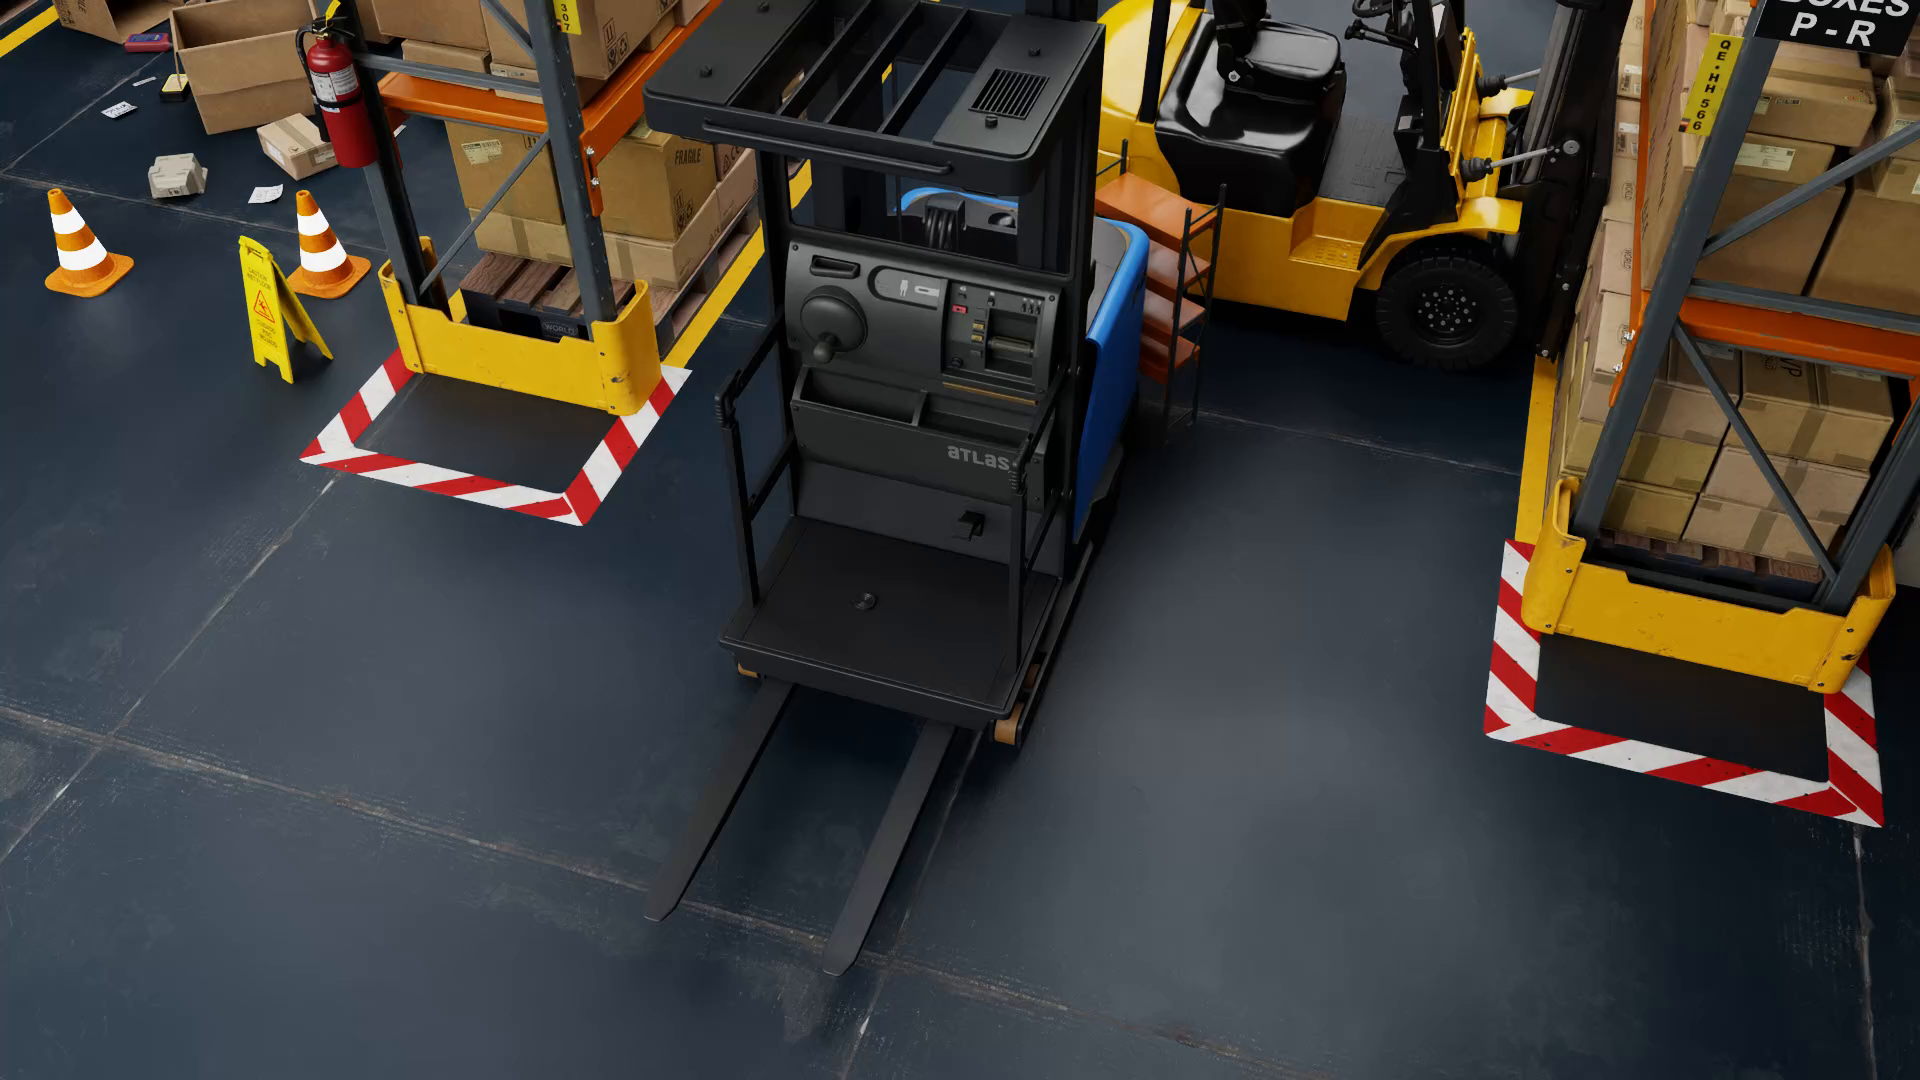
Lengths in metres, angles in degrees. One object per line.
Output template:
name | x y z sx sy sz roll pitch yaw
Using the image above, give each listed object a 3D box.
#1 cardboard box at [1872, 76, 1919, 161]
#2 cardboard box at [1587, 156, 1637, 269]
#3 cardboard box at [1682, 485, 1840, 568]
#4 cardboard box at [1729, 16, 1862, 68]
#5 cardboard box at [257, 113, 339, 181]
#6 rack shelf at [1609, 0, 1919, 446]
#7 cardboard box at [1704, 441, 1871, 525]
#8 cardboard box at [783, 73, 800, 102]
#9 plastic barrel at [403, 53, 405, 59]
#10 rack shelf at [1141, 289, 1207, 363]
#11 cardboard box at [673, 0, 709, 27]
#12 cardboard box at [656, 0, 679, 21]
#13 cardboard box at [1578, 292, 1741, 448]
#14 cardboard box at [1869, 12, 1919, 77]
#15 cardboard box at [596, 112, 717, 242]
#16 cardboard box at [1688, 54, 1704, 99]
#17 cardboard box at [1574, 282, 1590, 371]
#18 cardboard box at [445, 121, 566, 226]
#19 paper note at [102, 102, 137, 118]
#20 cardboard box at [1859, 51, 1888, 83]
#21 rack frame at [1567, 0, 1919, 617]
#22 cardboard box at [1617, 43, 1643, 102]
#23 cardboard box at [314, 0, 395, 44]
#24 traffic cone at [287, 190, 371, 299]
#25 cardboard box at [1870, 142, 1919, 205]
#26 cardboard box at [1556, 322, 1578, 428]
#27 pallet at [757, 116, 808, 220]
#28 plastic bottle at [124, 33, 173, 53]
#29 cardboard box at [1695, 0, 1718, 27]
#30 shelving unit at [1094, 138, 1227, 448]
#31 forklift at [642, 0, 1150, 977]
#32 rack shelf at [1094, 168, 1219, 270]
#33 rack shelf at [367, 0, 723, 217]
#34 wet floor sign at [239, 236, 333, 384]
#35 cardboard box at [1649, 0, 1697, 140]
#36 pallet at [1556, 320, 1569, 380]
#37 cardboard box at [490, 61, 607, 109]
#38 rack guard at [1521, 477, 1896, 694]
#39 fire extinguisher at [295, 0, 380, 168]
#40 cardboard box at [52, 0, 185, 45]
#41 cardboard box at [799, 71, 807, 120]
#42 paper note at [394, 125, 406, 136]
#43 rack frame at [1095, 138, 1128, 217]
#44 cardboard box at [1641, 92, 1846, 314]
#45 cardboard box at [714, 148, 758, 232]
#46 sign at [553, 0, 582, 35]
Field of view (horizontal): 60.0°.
cardboard box | 3.079 -1.296 5.182 0.380 0.149 0.250 12 46 12
cardboard box | 2.908 -1.321 6.907 0.500 0.250 0.500 13 46 13
cardboard box | 3.109 -0.197 6.472 0.500 0.250 0.500 13 46 13
cardboard box | 2.726 -1.572 5.464 0.380 0.149 0.250 13 46 13
cardboard box | -3.486 -2.075 8.764 0.250 0.149 0.380 -33 53 -29
rack shelf | 3.379 -1.820 6.979 1.077 0.370 4.000 13 46 13
cardboard box | 3.114 -0.359 6.281 0.500 0.250 0.500 13 46 13
cardboard box | -1.130 -2.405 8.193 0.500 0.500 0.500 13 46 13
plastic barrel | -2.775 -2.569 9.073 0.421 0.421 0.512 -24 49 -22
rack shelf | 0.767 -0.956 6.966 0.480 0.148 0.258 33 53 29
cardboard box | -1.317 -2.376 7.213 0.380 0.149 0.250 13 46 13
cardboard box | -1.396 -2.537 6.914 0.500 0.500 0.500 14 46 14
cardboard box | 2.616 -0.641 6.212 0.500 0.250 0.500 14 46 14
cardboard box | 3.257 -1.642 5.536 0.380 0.149 0.250 13 46 13
cardboard box | -1.443 -1.723 7.496 0.500 0.500 0.500 11 45 11
cardboard box | 2.661 -1.478 5.581 0.380 0.149 0.250 13 46 13
cardboard box | 2.785 -0.812 6.744 0.500 0.250 0.500 12 46 12
cardboard box | -1.964 -1.817 7.592 0.500 0.500 0.500 13 46 13
paper note | -4.626 -2.370 9.151 0.144 0.017 0.142 28 51 26
cardboard box | 3.221 -1.528 5.632 0.380 0.149 0.250 12 46 12
rack frame | 2.774 -0.744 5.365 1.000 3.000 0.127 13 46 13
cardboard box | 3.235 -2.006 7.606 0.500 0.250 0.500 14 46 14
cardboard box | -3.564 -3.281 9.646 0.797 0.637 0.503 13 46 13
traffic cone | -3.057 -1.446 7.896 0.336 0.463 0.334 13 46 13
cardboard box | 3.124 -1.182 5.278 0.380 0.149 0.250 11 46 11
cardboard box | 2.775 -0.621 6.905 0.500 0.250 0.500 13 46 12
pallet | -1.284 -2.191 8.838 1.003 0.211 1.213 13 46 13
plastic bottle | -4.684 -2.888 9.658 0.283 0.061 0.133 -2 44 -2
cardboard box | 2.920 -1.989 6.103 0.380 0.149 0.250 11 45 11
shelving unit | 0.767 -1.005 6.919 0.503 1.200 0.258 33 53 29
forklift | -0.199 -0.634 5.302 1.130 2.935 3.031 13 46 13
rack shelf | 0.767 -1.285 6.644 0.480 0.148 0.258 33 53 29
rack shelf | -1.352 -2.869 8.051 1.077 0.370 4.000 13 46 13
wet floor sign | -3.035 -1.051 7.363 0.267 0.644 0.232 28 51 26
cardboard box | 2.993 -1.849 6.423 0.500 0.500 0.500 12 46 12
pallet | 3.337 -1.076 7.699 1.003 0.211 1.213 13 46 13
cardboard box | -1.658 -1.885 6.712 0.380 0.149 0.250 13 46 13
rack guard | 2.767 0.166 6.223 1.175 0.500 0.348 13 46 13
fire extinguisher | -2.432 -1.786 6.486 0.296 0.674 0.183 13 46 13
cardboard box | -4.987 -3.295 9.758 0.500 0.500 0.500 20 48 19
cardboard box | -0.980 -2.480 8.805 0.500 0.250 0.500 13 46 13
paper note | -3.044 -2.213 9.004 0.032 0.001 0.123 13 46 13
rack frame | 0.589 -1.121 7.038 0.015 1.200 0.240 33 53 29
cardboard box | 2.673 -1.163 5.722 0.500 0.500 0.500 12 46 12
cardboard box | -1.288 -1.778 8.088 0.500 0.250 0.500 14 46 14
sign | -1.441 -1.987 6.017 0.100 0.325 0.005 13 46 13
